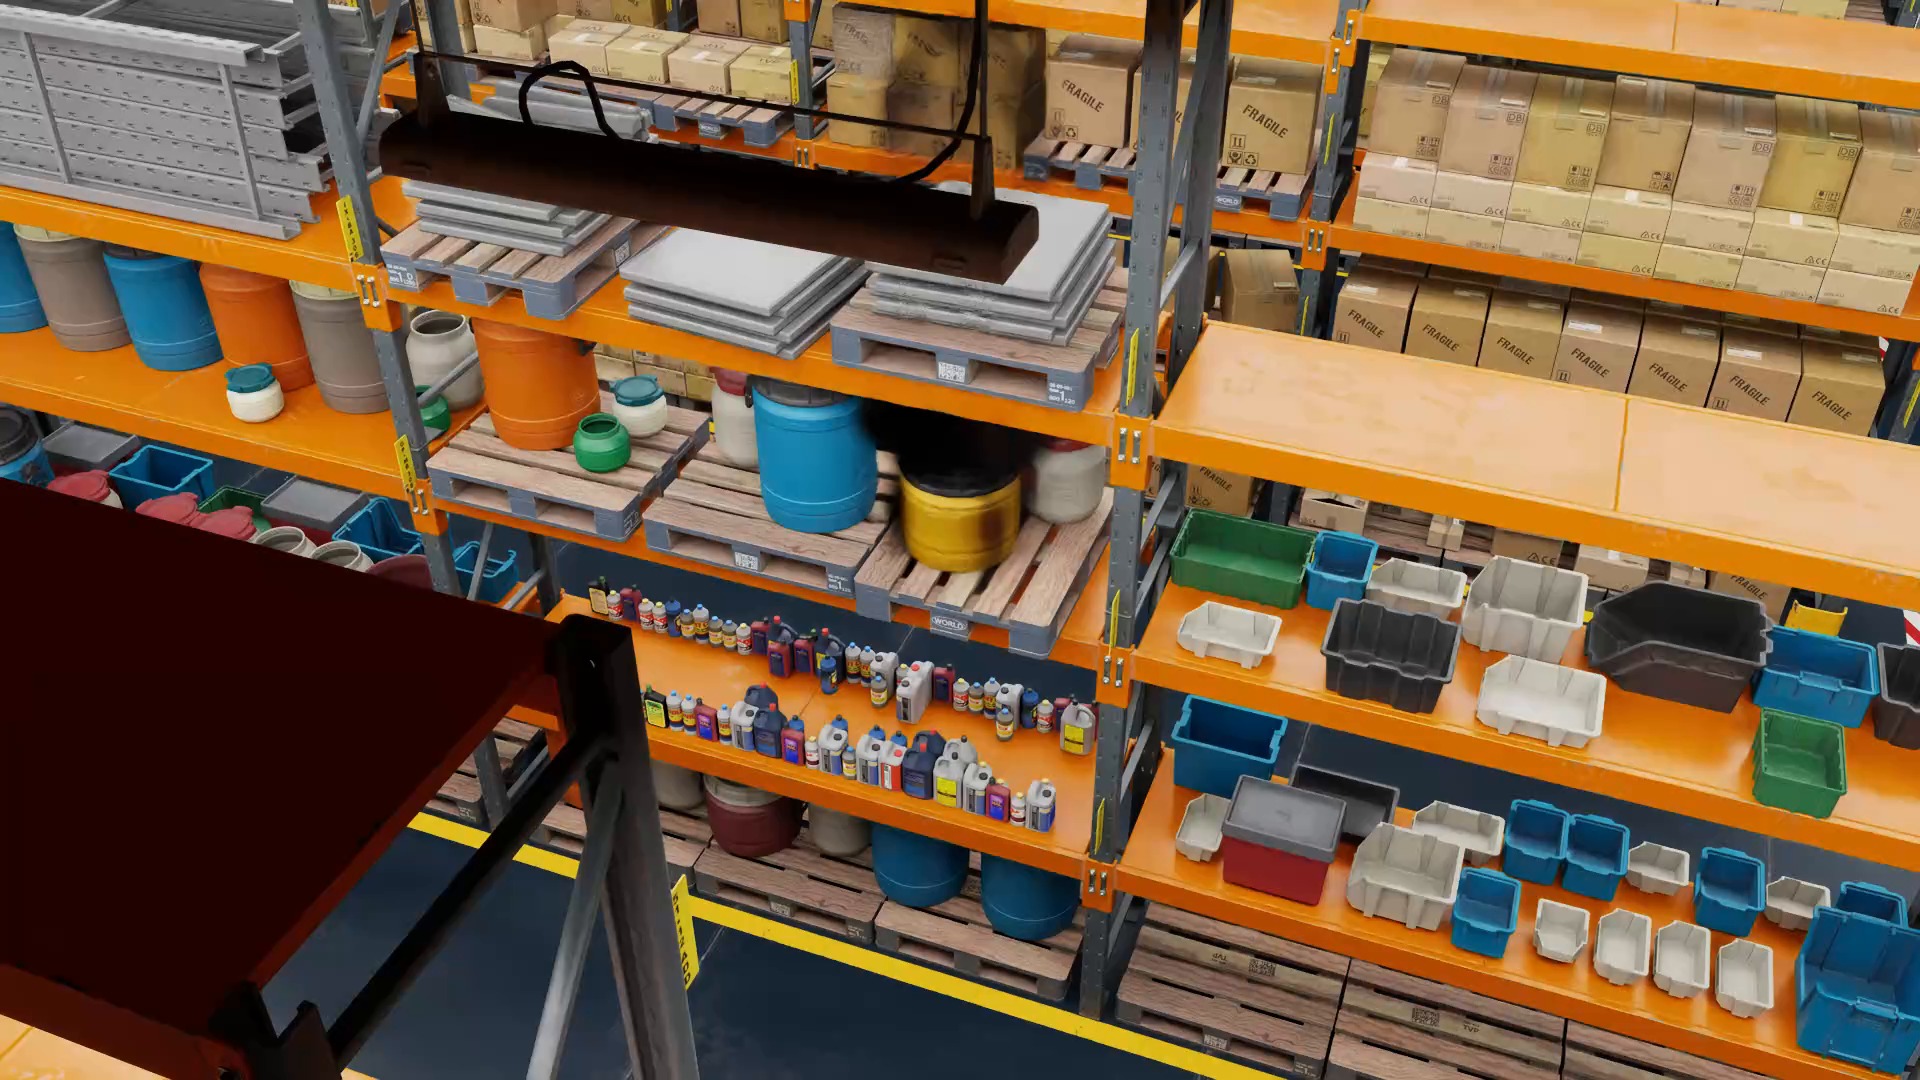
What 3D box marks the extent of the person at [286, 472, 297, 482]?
[{"bbox_3d":[-4.894,-0.580,12.652,0.959,1.795,0.641,8,37,11],"label":"person"}]
